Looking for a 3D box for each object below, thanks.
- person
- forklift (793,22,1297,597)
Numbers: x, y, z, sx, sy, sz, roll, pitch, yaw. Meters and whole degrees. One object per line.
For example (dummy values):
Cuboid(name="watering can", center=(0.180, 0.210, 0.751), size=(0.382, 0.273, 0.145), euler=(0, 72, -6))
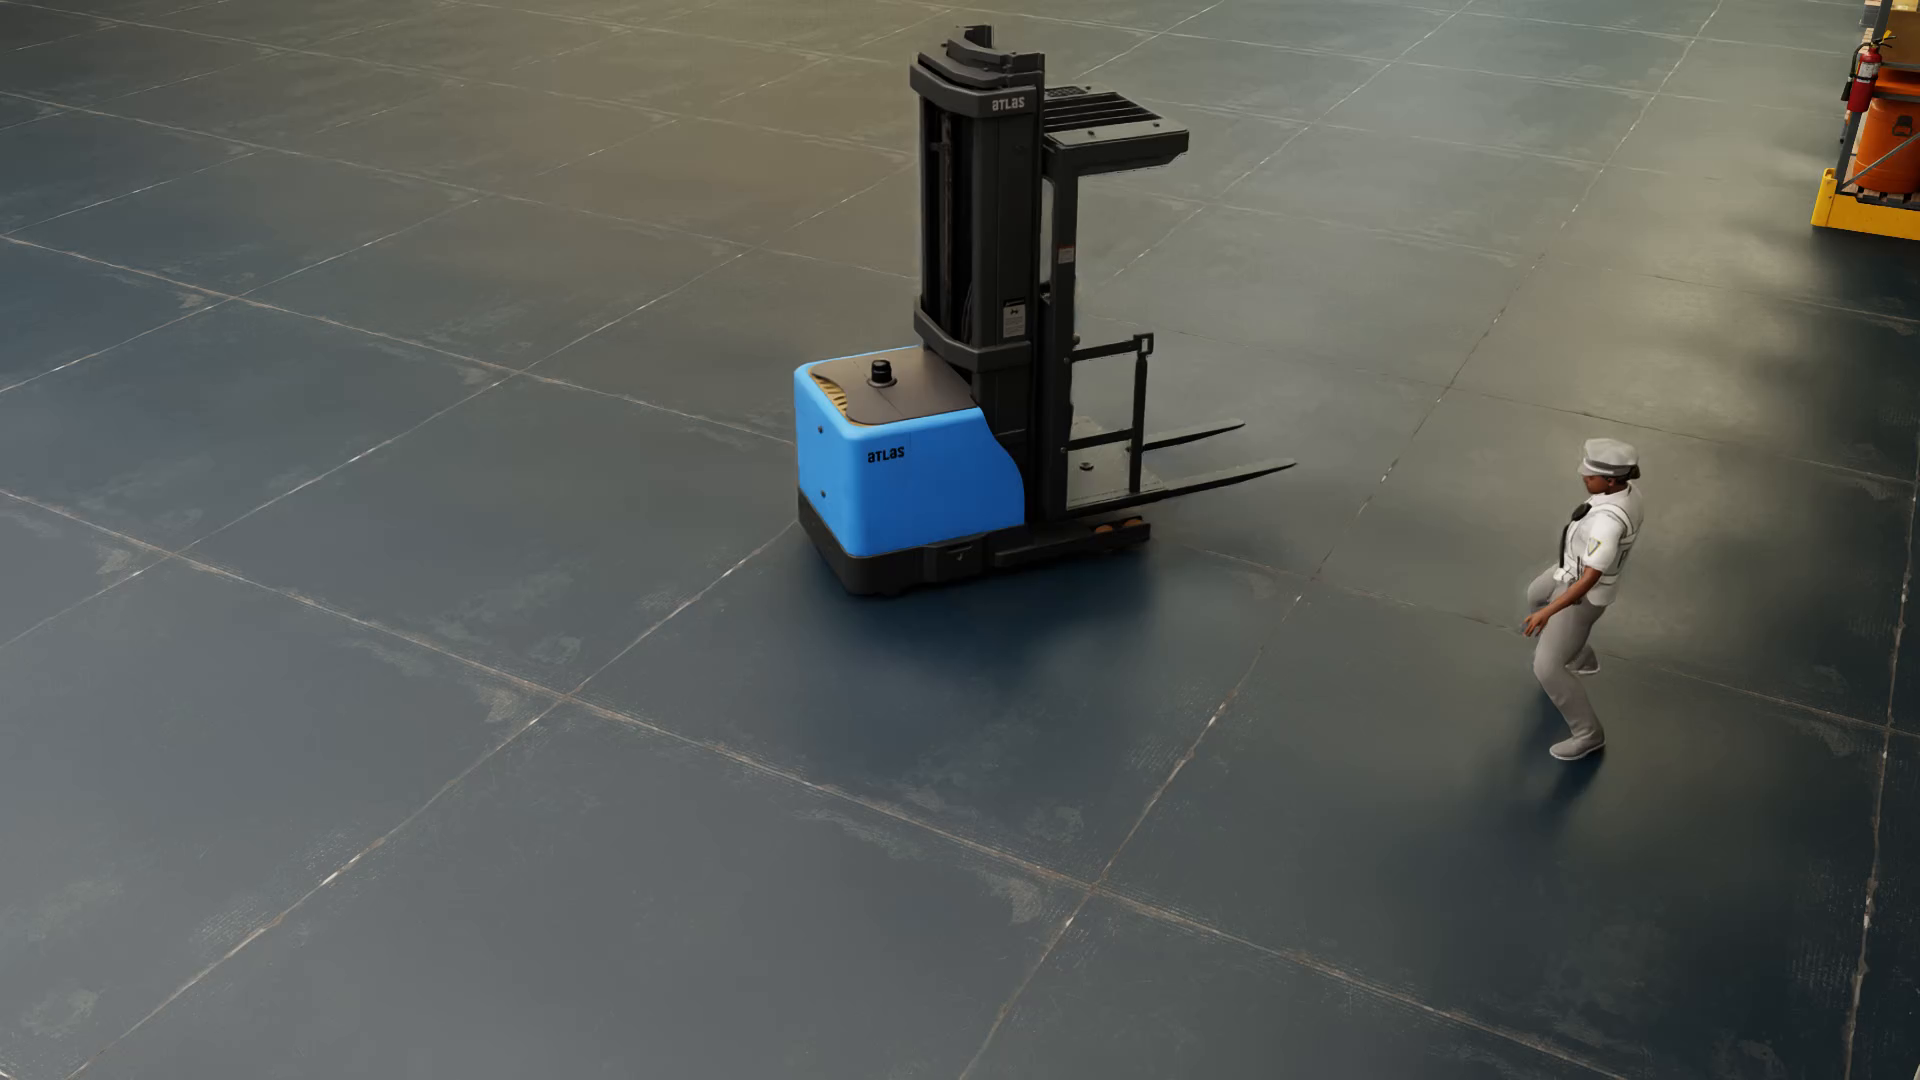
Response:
Cuboid(name="person", center=(3.030, 0.216, 8.102), size=(0.581, 1.560, 0.850), euler=(17, 34, 26))
Cuboid(name="forklift", center=(0.587, -1.418, 9.528), size=(3.031, 2.935, 1.130), euler=(-12, 32, -20))
